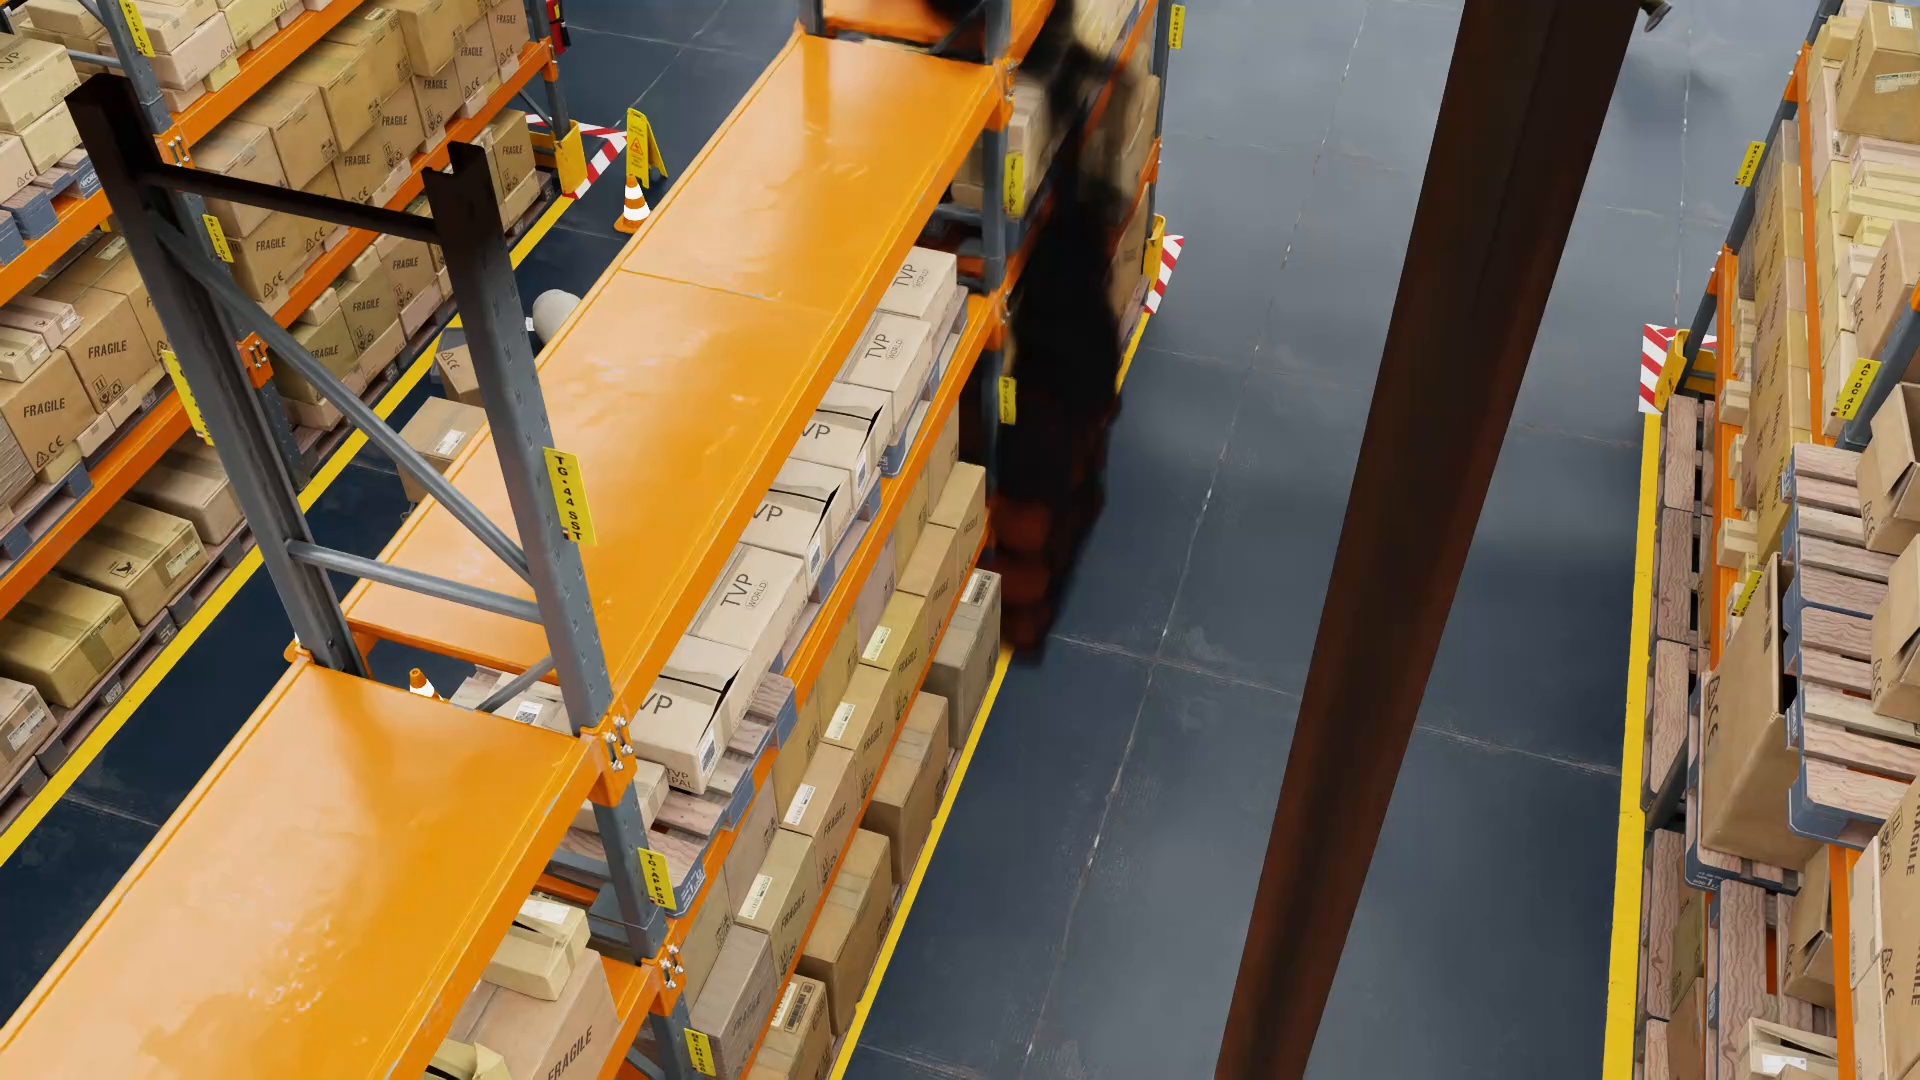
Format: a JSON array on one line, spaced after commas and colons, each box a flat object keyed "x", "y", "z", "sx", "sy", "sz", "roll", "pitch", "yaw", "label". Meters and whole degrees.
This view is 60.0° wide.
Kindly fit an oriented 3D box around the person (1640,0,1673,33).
[{"x": 6.248, "y": -5.297, "z": 15.119, "sx": 0.724, "sy": 1.730, "sz": 0.630, "roll": -34, "pitch": 55, "yaw": -29, "label": "person"}]
